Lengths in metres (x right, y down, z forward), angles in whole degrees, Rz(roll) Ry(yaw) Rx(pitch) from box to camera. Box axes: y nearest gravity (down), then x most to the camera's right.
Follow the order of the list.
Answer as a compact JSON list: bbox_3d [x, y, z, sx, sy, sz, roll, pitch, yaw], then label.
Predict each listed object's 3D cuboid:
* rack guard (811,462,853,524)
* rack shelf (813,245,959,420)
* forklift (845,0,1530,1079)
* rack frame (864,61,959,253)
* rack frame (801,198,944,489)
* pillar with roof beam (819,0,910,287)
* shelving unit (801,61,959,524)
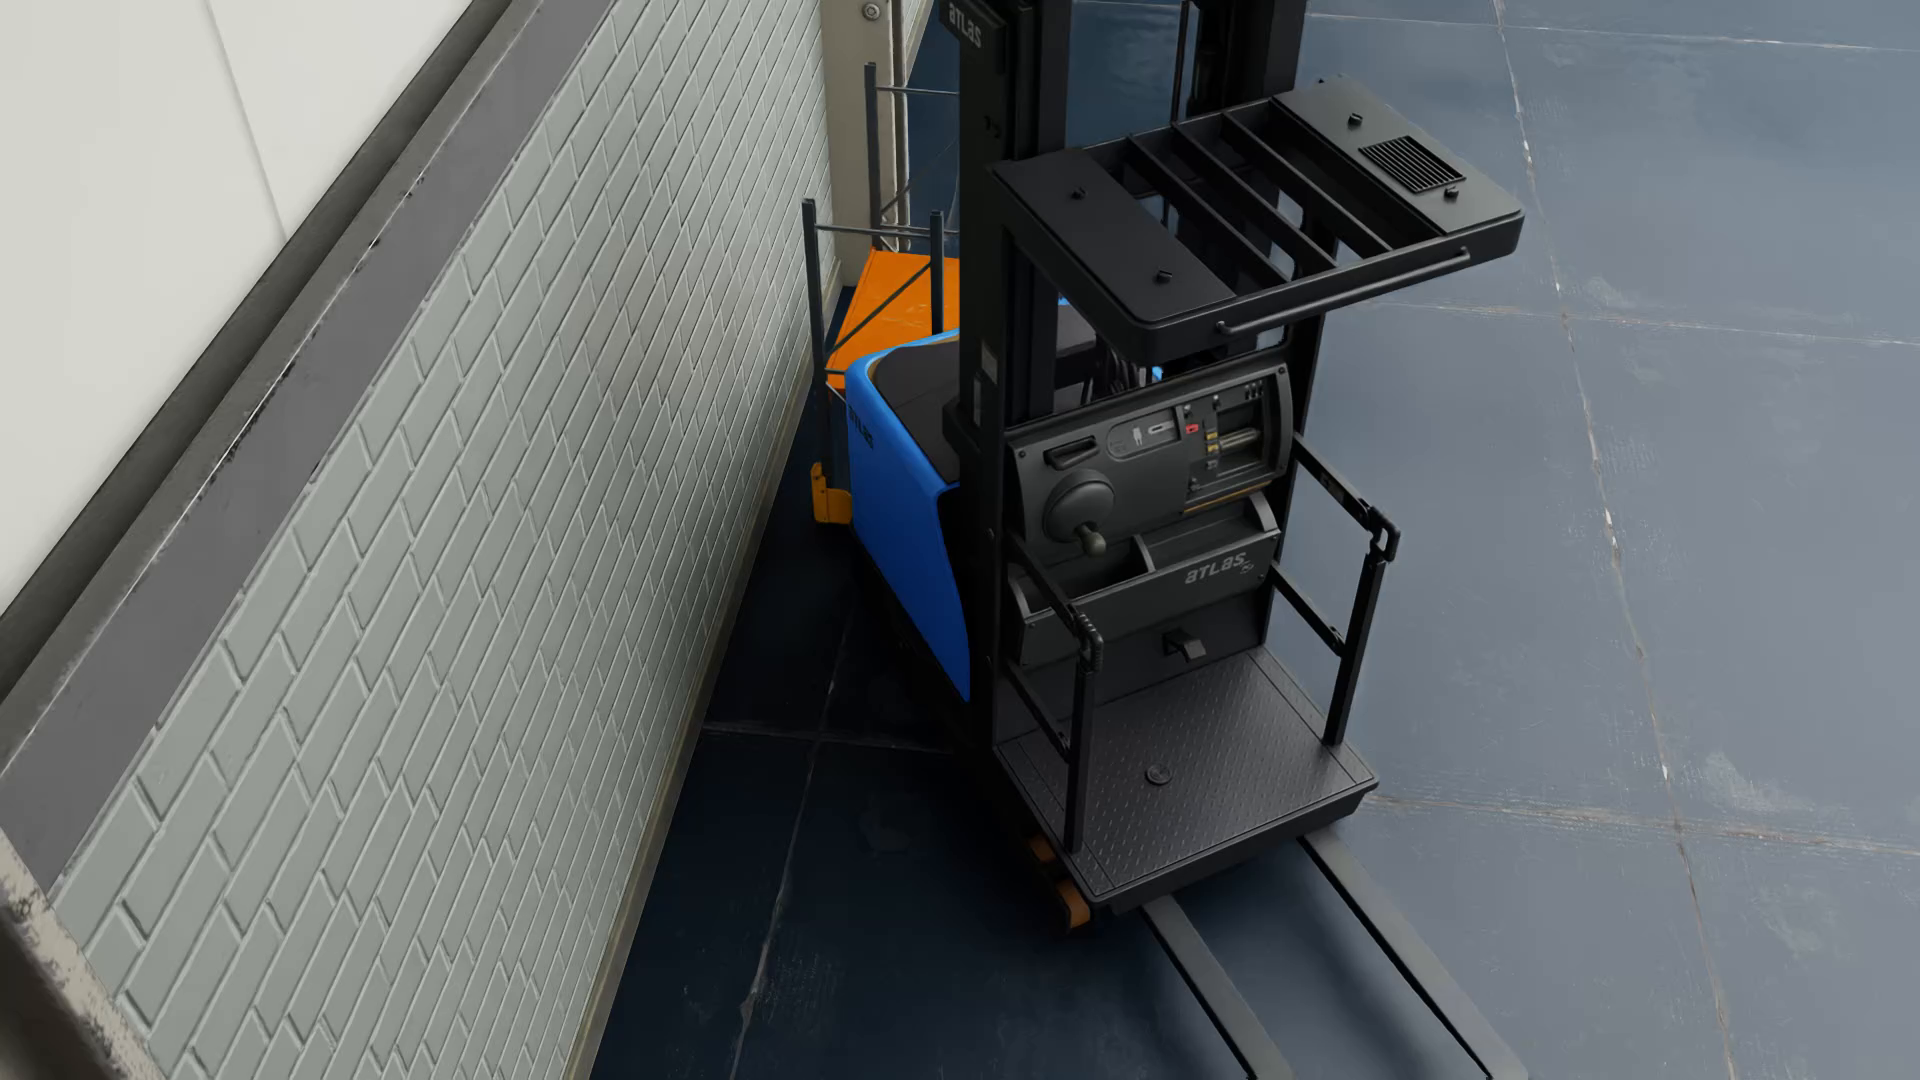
[{"bbox_3d":[-0.306,-0.164,6.741,0.587,0.250,0.087,7,44,7],"label":"rack guard"},{"bbox_3d":[-0.218,-0.830,6.798,0.538,0.185,1.000,7,44,7],"label":"rack shelf"},{"bbox_3d":[0.678,-0.155,4.781,1.130,2.935,3.031,-19,47,-19],"label":"forklift"},{"bbox_3d":[-0.129,-1.305,7.038,0.500,1.500,0.032,7,44,7],"label":"rack frame"},{"bbox_3d":[-0.306,-0.617,6.311,0.500,1.500,0.032,7,44,7],"label":"rack frame"},{"bbox_3d":[3.841,-4.232,4.674,9.100,9.000,0.400,5,44,6],"label":"pillar with roof beam"},{"bbox_3d":[-0.219,-0.955,6.668,0.587,1.500,1.083,7,44,7],"label":"shelving unit"}]
